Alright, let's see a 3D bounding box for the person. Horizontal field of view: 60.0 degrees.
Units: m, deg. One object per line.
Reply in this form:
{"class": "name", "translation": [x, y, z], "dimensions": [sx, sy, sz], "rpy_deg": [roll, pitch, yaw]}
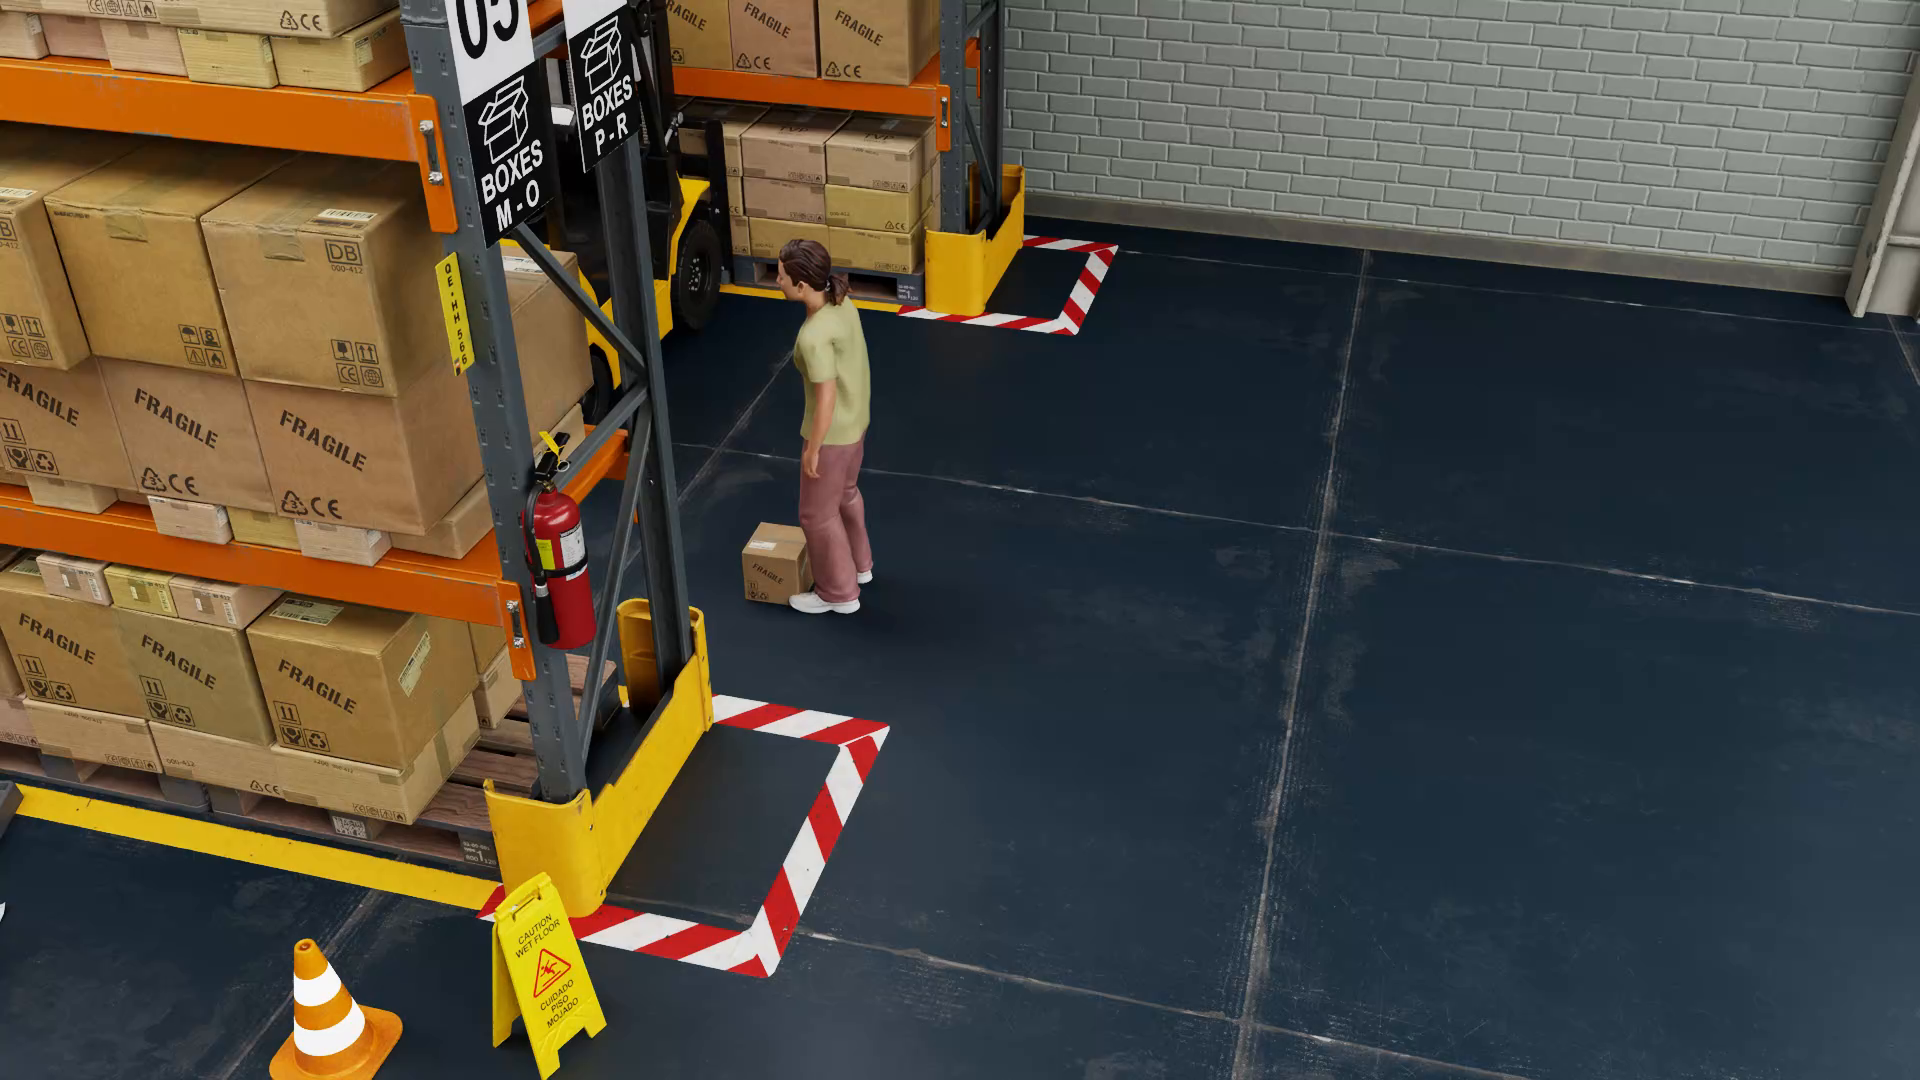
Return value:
{"class": "person", "translation": [-0.547, -0.448, 6.851], "dimensions": [0.353, 1.652, 0.521], "rpy_deg": [6, 33, 10]}
